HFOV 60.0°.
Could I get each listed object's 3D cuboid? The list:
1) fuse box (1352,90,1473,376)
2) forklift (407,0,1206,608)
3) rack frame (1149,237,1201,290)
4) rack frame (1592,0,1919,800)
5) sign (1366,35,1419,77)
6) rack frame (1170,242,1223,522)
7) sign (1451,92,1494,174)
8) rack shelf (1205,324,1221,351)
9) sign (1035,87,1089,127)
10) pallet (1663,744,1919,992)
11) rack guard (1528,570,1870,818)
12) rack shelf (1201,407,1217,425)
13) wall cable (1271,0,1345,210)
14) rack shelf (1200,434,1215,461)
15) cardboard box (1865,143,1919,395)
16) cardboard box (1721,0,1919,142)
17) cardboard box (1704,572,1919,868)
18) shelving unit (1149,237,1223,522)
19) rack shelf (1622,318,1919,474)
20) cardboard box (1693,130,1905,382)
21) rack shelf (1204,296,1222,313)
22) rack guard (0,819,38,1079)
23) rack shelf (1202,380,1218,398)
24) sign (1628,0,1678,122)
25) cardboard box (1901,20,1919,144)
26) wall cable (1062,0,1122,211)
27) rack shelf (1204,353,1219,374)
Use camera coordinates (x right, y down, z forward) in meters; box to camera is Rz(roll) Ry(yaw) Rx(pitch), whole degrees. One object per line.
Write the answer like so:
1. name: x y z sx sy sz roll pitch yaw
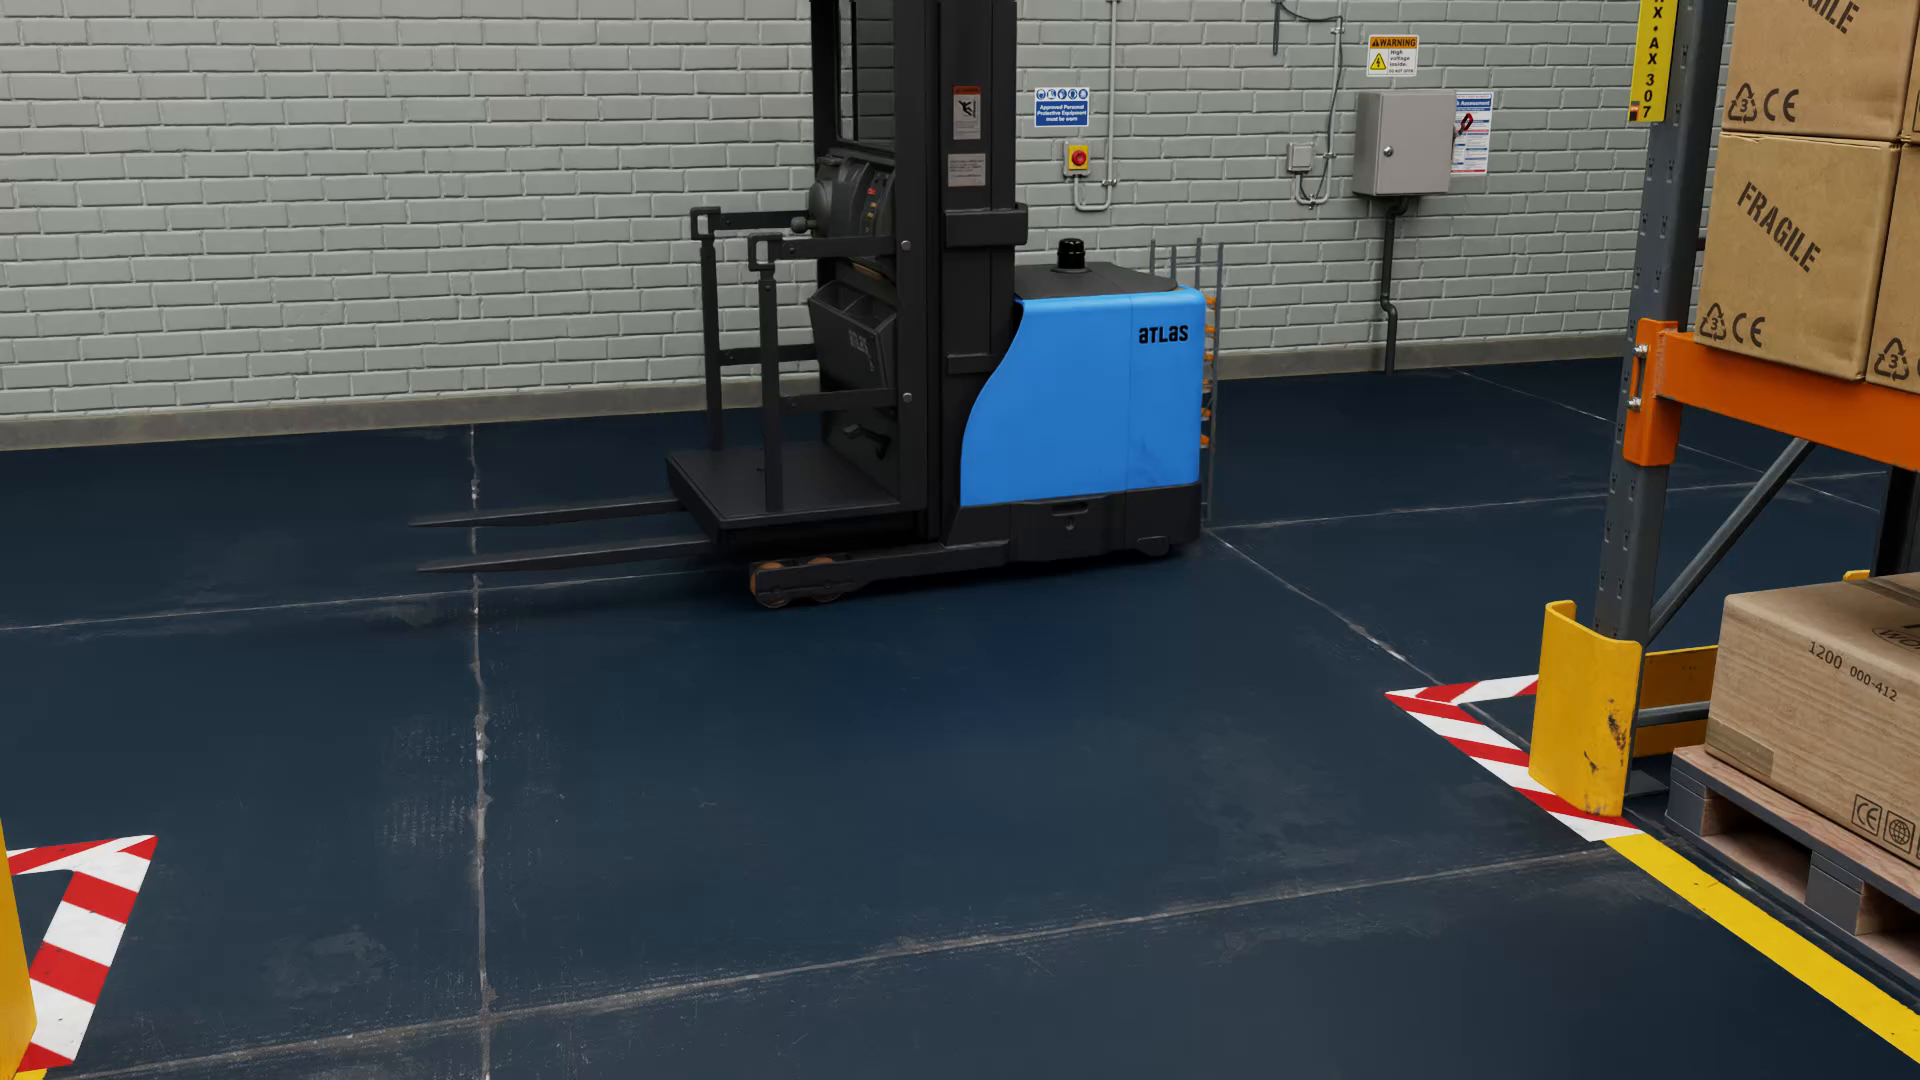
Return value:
1. fuse box: 2.706 -1.840 10.102 0.539 1.711 0.414 -5 17 -15
2. forklift: -0.598 -1.324 6.266 3.031 2.935 1.130 -6 18 -19
3. rack frame: 0.911 -0.696 7.184 0.240 1.200 0.006 -6 18 -21
4. rack frame: 2.218 -0.773 4.312 1.000 3.000 0.127 -5 17 -15
5. sign: 2.596 -2.905 9.974 0.339 0.242 0.001 -5 17 -15
6. rack frame: 0.978 -0.647 7.021 0.240 1.200 0.006 -6 18 -21
7. sign: 3.124 -2.507 10.251 0.329 0.494 0.001 -5 17 -15
8. rack shelf: 0.945 -0.859 7.046 0.258 0.103 0.180 -6 18 -21
9. sign: 0.583 -2.473 9.503 0.327 0.218 0.001 -5 17 -15
10. pallet: 2.513 0.777 3.997 1.003 0.211 1.213 -5 17 -15
11. rack guard: 2.211 0.417 4.693 1.175 0.500 0.348 -5 17 -15
12. rack shelf: 0.944 -0.514 7.150 0.258 0.103 0.180 -6 18 -21
13. wall cable: 2.006 -2.933 9.736 0.588 1.984 0.122 -5 17 -15
14. rack shelf: 0.944 -0.399 7.184 0.258 0.103 0.180 -6 18 -21
15. cardboard box: 2.240 -0.528 3.321 0.500 0.500 0.500 -5 17 -16
16. cardboard box: 2.076 -1.145 3.636 0.500 0.500 0.500 -5 17 -16
17. cardboard box: 2.496 0.428 4.038 0.875 0.438 0.875 -5 18 -17
18. shelving unit: 0.945 -0.672 7.103 0.258 1.200 0.189 -6 18 -21
19. rack shelf: 2.768 0.125 2.573 1.077 0.370 4.000 -5 17 -15
20. cardboard box: 2.074 -0.665 3.780 0.500 0.500 0.500 -5 17 -16
21. rack shelf: 0.945 -0.974 7.012 0.258 0.103 0.180 -6 18 -21
22. rack guard: -2.493 0.864 3.205 1.175 0.500 0.348 -5 17 -15
23. rack shelf: 0.945 -0.629 7.115 0.258 0.103 0.180 -6 18 -21
24. sign: 1.683 -1.183 4.035 0.100 0.325 0.005 -5 17 -15
25. cardboard box: 2.225 -1.002 3.162 0.500 0.500 0.500 -5 17 -17
26. wall cable: 0.646 -2.832 9.347 0.585 1.953 0.123 -5 17 -15
27. rack shelf: 0.945 -0.744 7.081 0.258 0.103 0.180 -6 18 -21
